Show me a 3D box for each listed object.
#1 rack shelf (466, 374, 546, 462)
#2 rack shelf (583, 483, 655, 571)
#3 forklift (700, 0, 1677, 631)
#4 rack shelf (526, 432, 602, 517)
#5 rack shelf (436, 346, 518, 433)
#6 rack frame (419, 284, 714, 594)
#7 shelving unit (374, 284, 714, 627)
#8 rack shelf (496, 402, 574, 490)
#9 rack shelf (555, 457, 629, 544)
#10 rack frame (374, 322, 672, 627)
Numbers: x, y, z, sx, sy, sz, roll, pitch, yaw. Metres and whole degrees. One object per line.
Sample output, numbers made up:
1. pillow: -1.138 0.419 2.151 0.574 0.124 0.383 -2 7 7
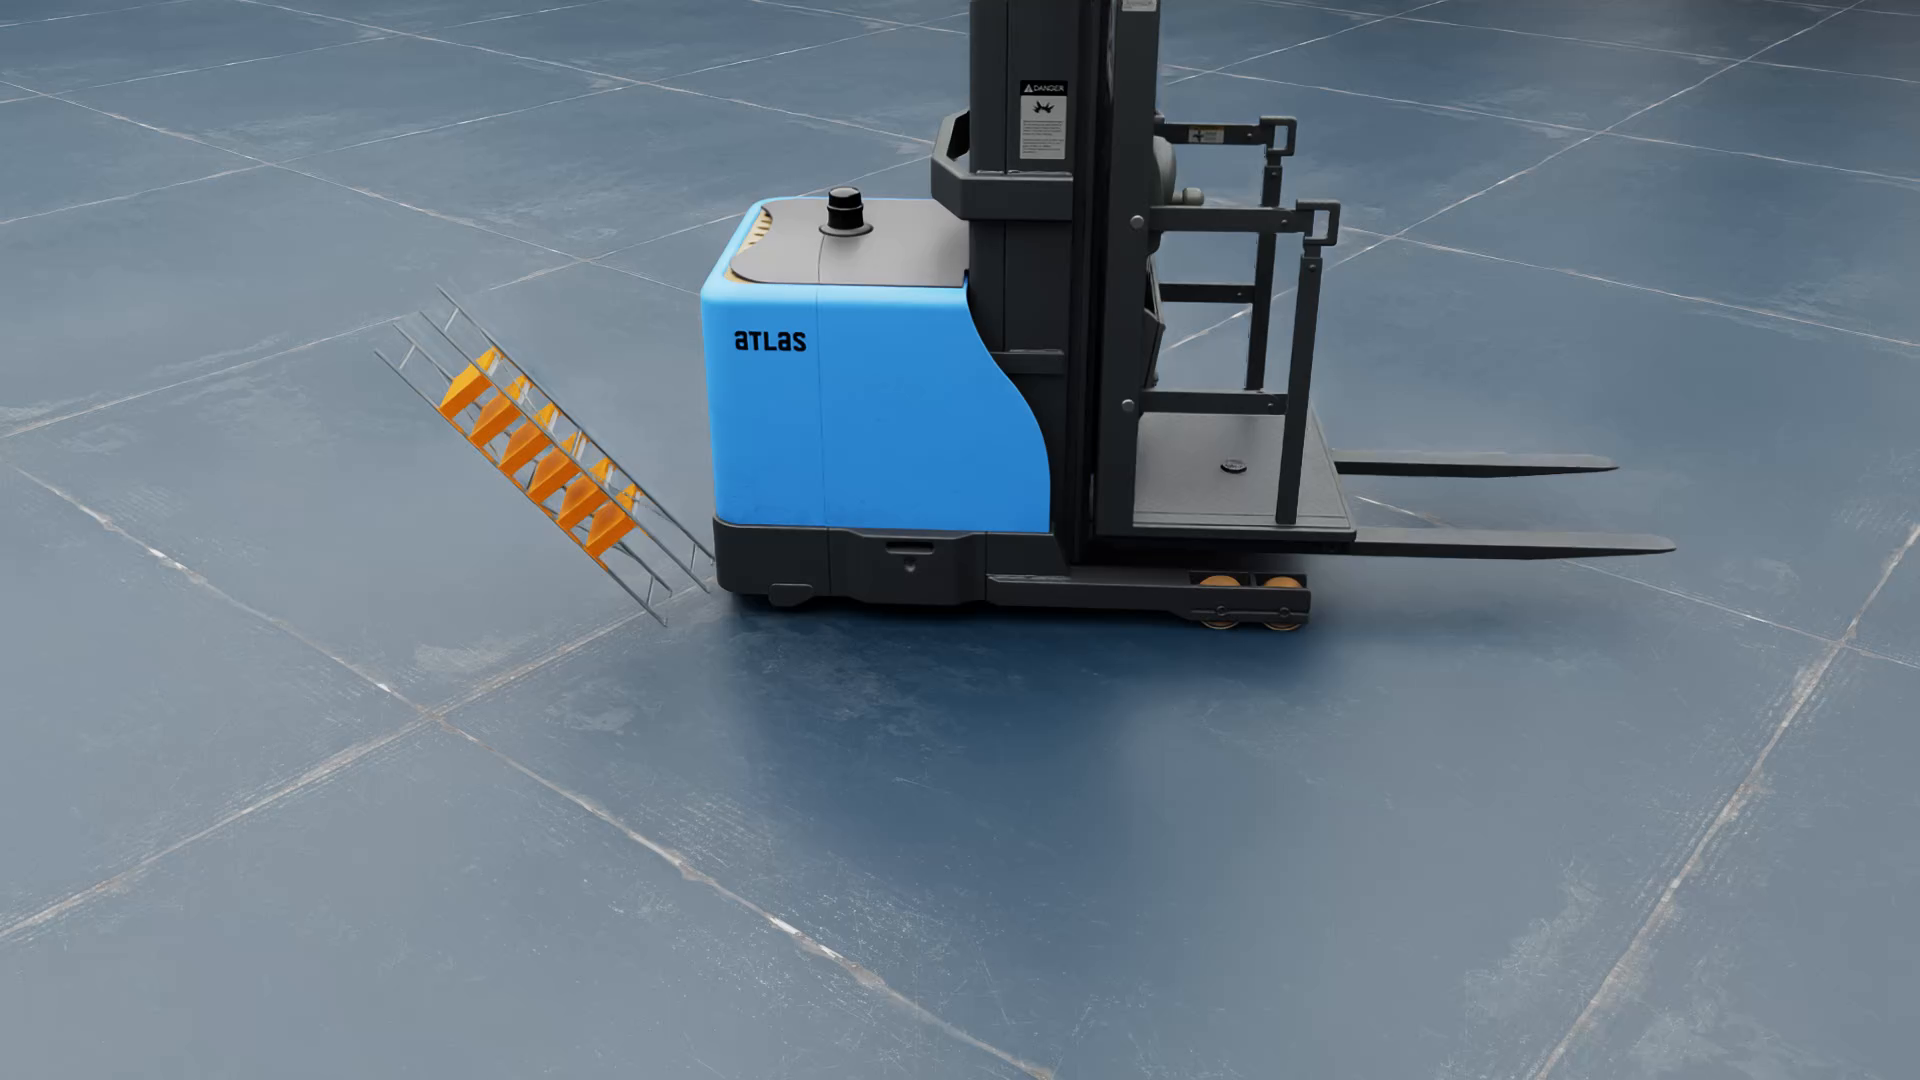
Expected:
1. rack shelf: -1.354 -0.373 4.983 0.180 0.103 0.258 -36 24 14
2. rack shelf: -1.057 -0.049 5.174 0.180 0.103 0.258 -36 24 14
3. forklift: 0.756 -1.269 5.014 3.031 2.935 1.130 2 27 3
4. rack shelf: -1.205 -0.211 5.079 0.180 0.103 0.258 -36 24 14
5. rack shelf: -1.429 -0.454 4.935 0.180 0.103 0.258 -36 24 14
6. rack frame: -1.161 -0.294 5.039 0.006 1.200 0.240 -36 24 14
7. shelving unit: -1.233 -0.241 5.061 0.189 1.200 0.258 -36 24 14
8. rack shelf: -1.280 -0.292 5.031 0.180 0.103 0.258 -36 24 14
9. rack shelf: -1.131 -0.130 5.126 0.180 0.103 0.258 -36 24 14
10. rack frame: -1.304 -0.188 5.083 0.006 1.200 0.240 -36 24 14
